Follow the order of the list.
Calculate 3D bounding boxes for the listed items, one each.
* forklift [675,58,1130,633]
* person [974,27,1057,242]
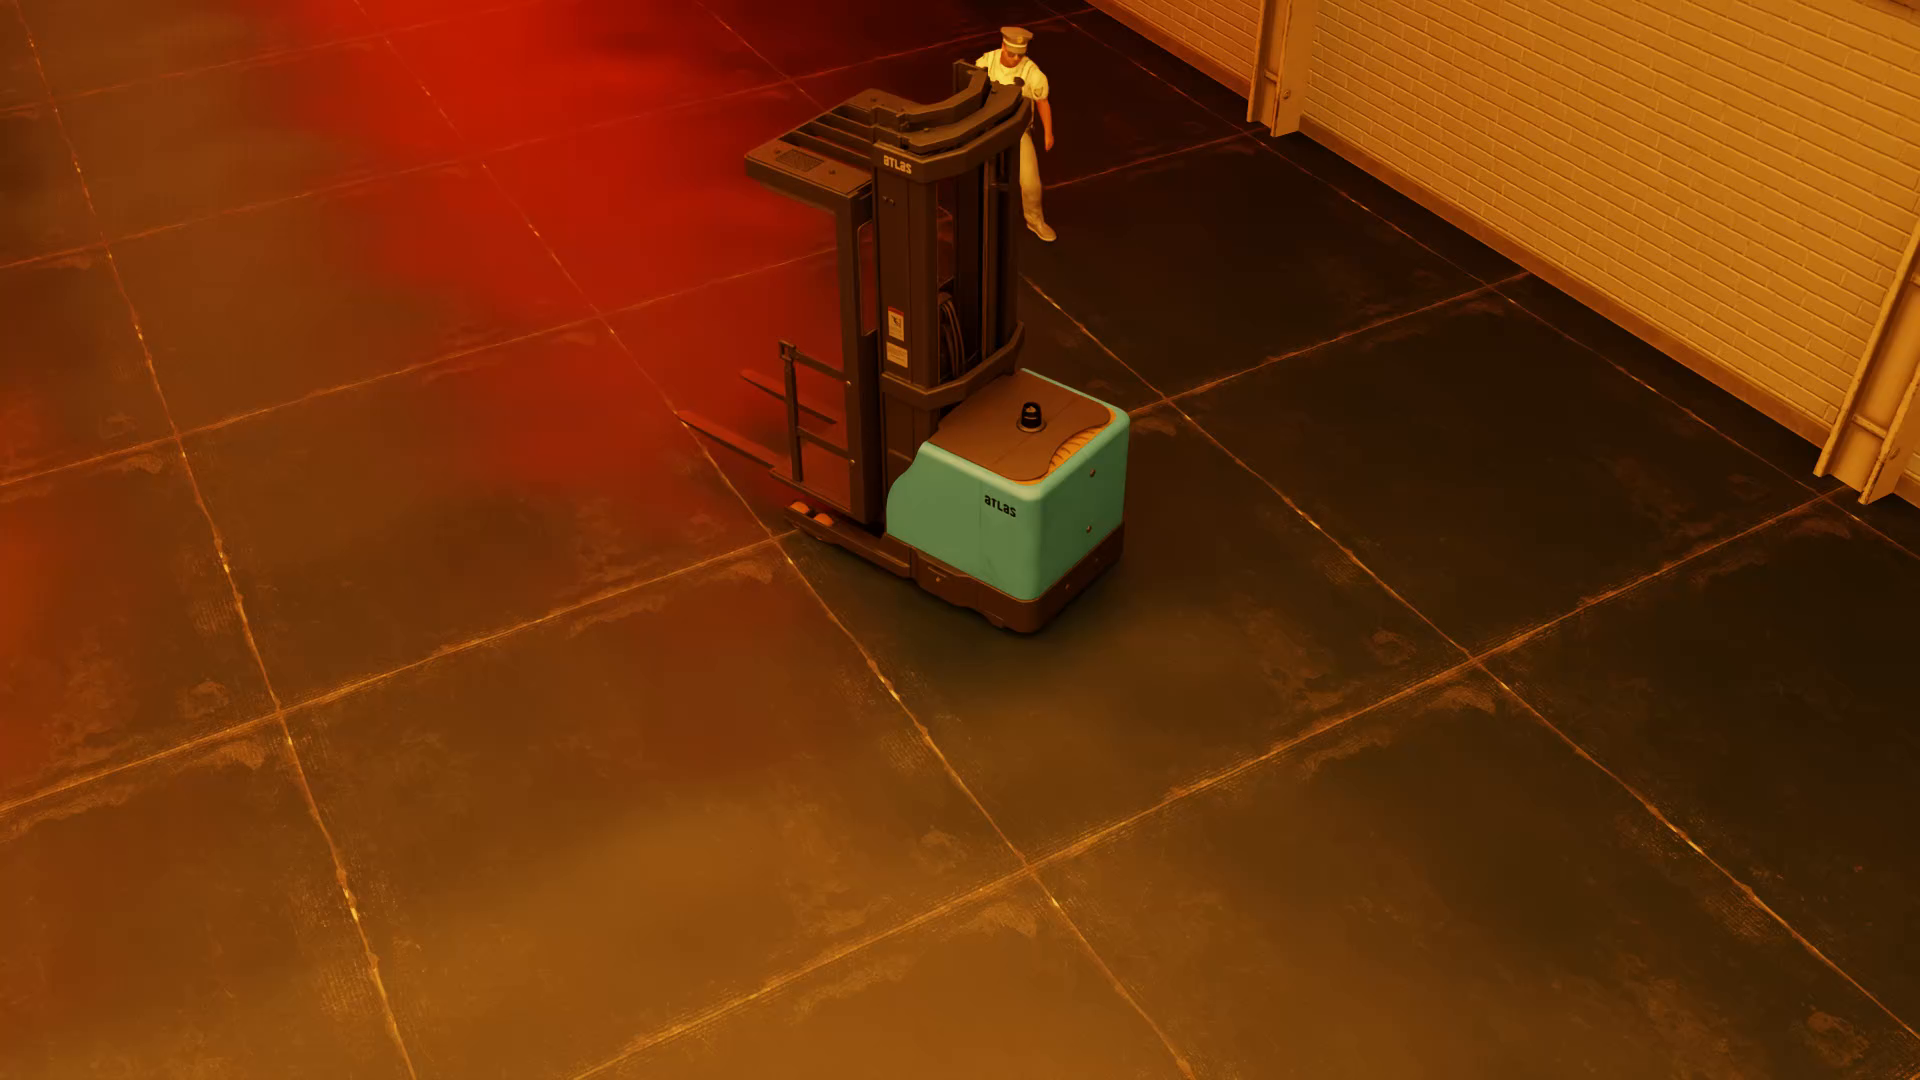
[{"bbox_3d":[-0.481,-1.366,9.683,3.031,2.935,1.130,26,46,28],"label":"forklift"},{"bbox_3d":[0.369,-3.160,12.835,0.891,1.724,0.440,13,41,15],"label":"person"}]
